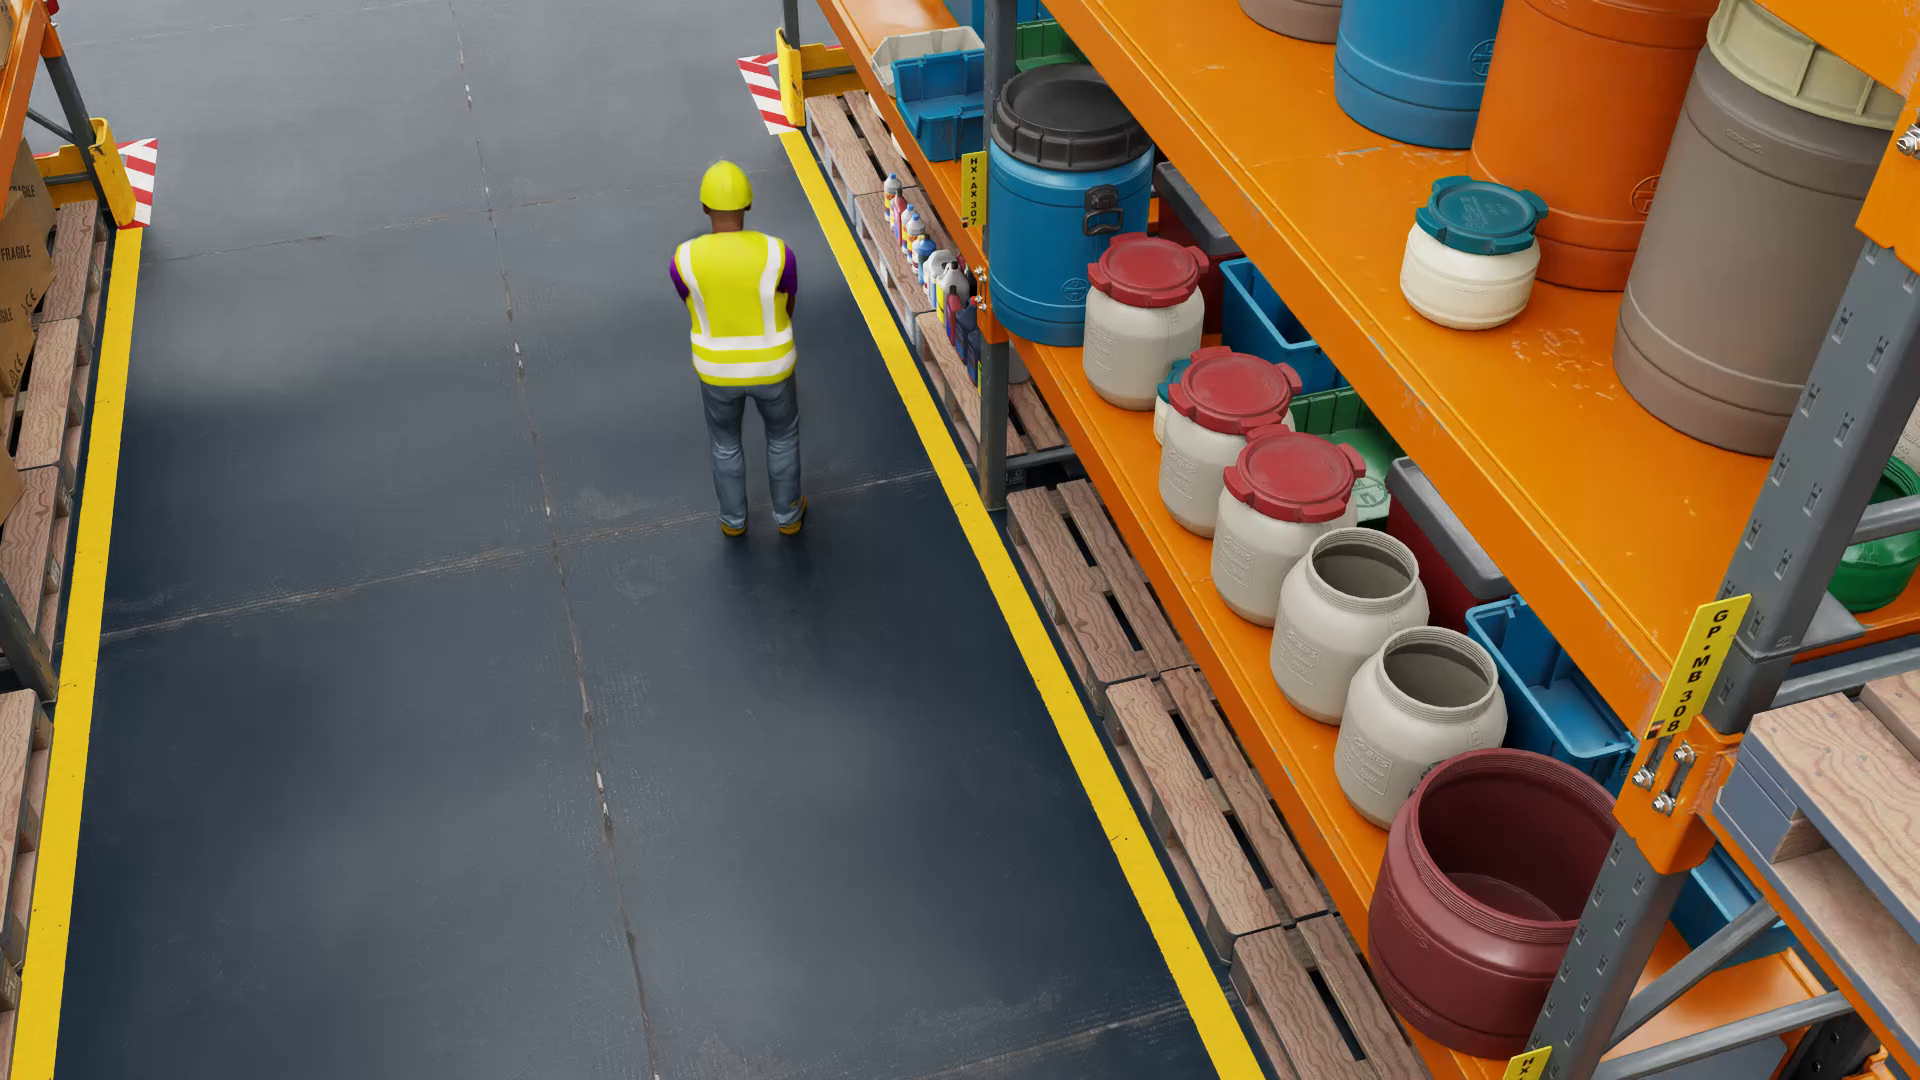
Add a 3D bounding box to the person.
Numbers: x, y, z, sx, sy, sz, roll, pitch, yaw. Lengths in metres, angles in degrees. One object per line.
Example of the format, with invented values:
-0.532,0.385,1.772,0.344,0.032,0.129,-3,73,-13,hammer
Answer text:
-0.916,-0.806,7.049,0.504,1.750,0.586,-3,42,-3,person
